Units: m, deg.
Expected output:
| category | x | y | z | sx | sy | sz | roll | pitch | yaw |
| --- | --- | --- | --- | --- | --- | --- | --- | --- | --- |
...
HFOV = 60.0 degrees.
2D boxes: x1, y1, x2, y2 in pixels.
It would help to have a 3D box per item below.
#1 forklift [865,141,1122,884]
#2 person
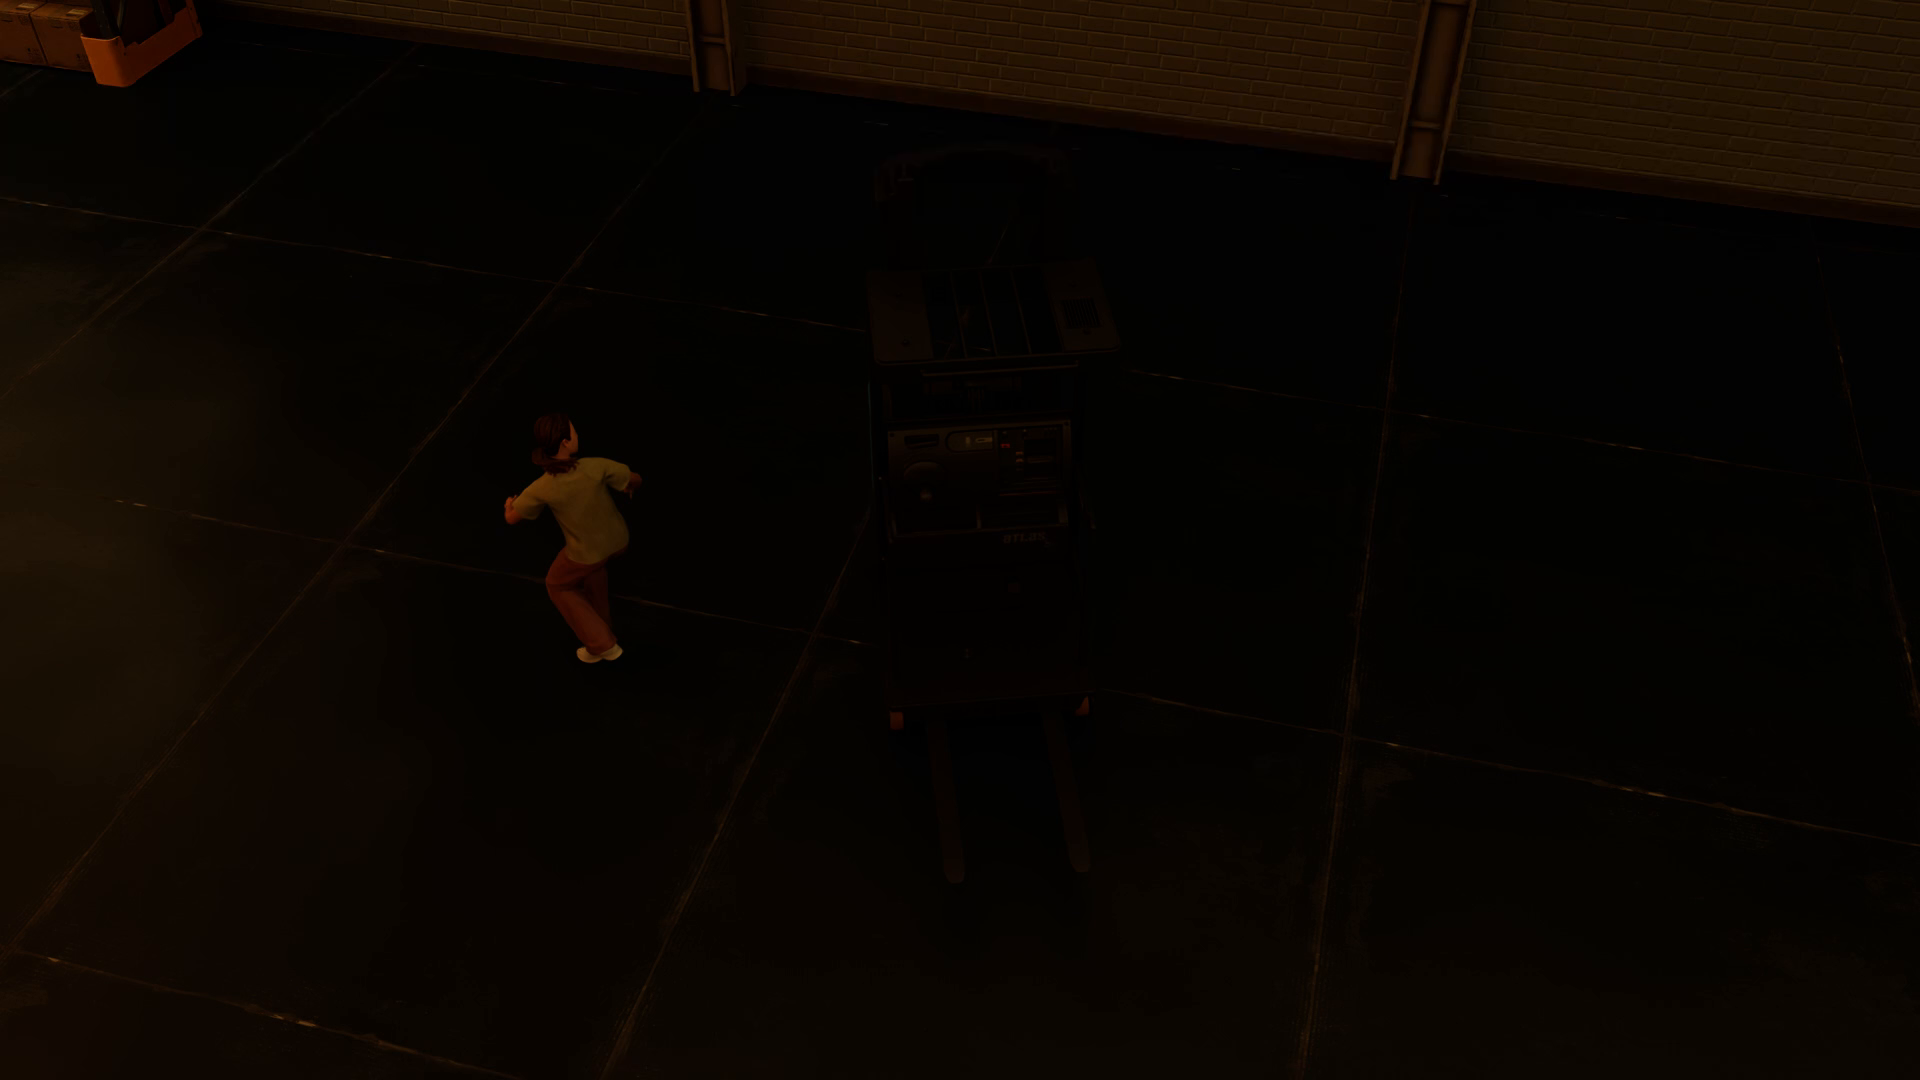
| category | x | y | z | sx | sy | sz | roll | pitch | yaw |
| --- | --- | --- | --- | --- | --- | --- | --- | --- | --- |
| forklift | 0.125 | -0.321 | 8.227 | 1.130 | 2.935 | 3.031 | -4 | 41 | -5 |
| person | -2.058 | -0.058 | 8.961 | 0.740 | 1.570 | 0.682 | -29 | 49 | -29 |
